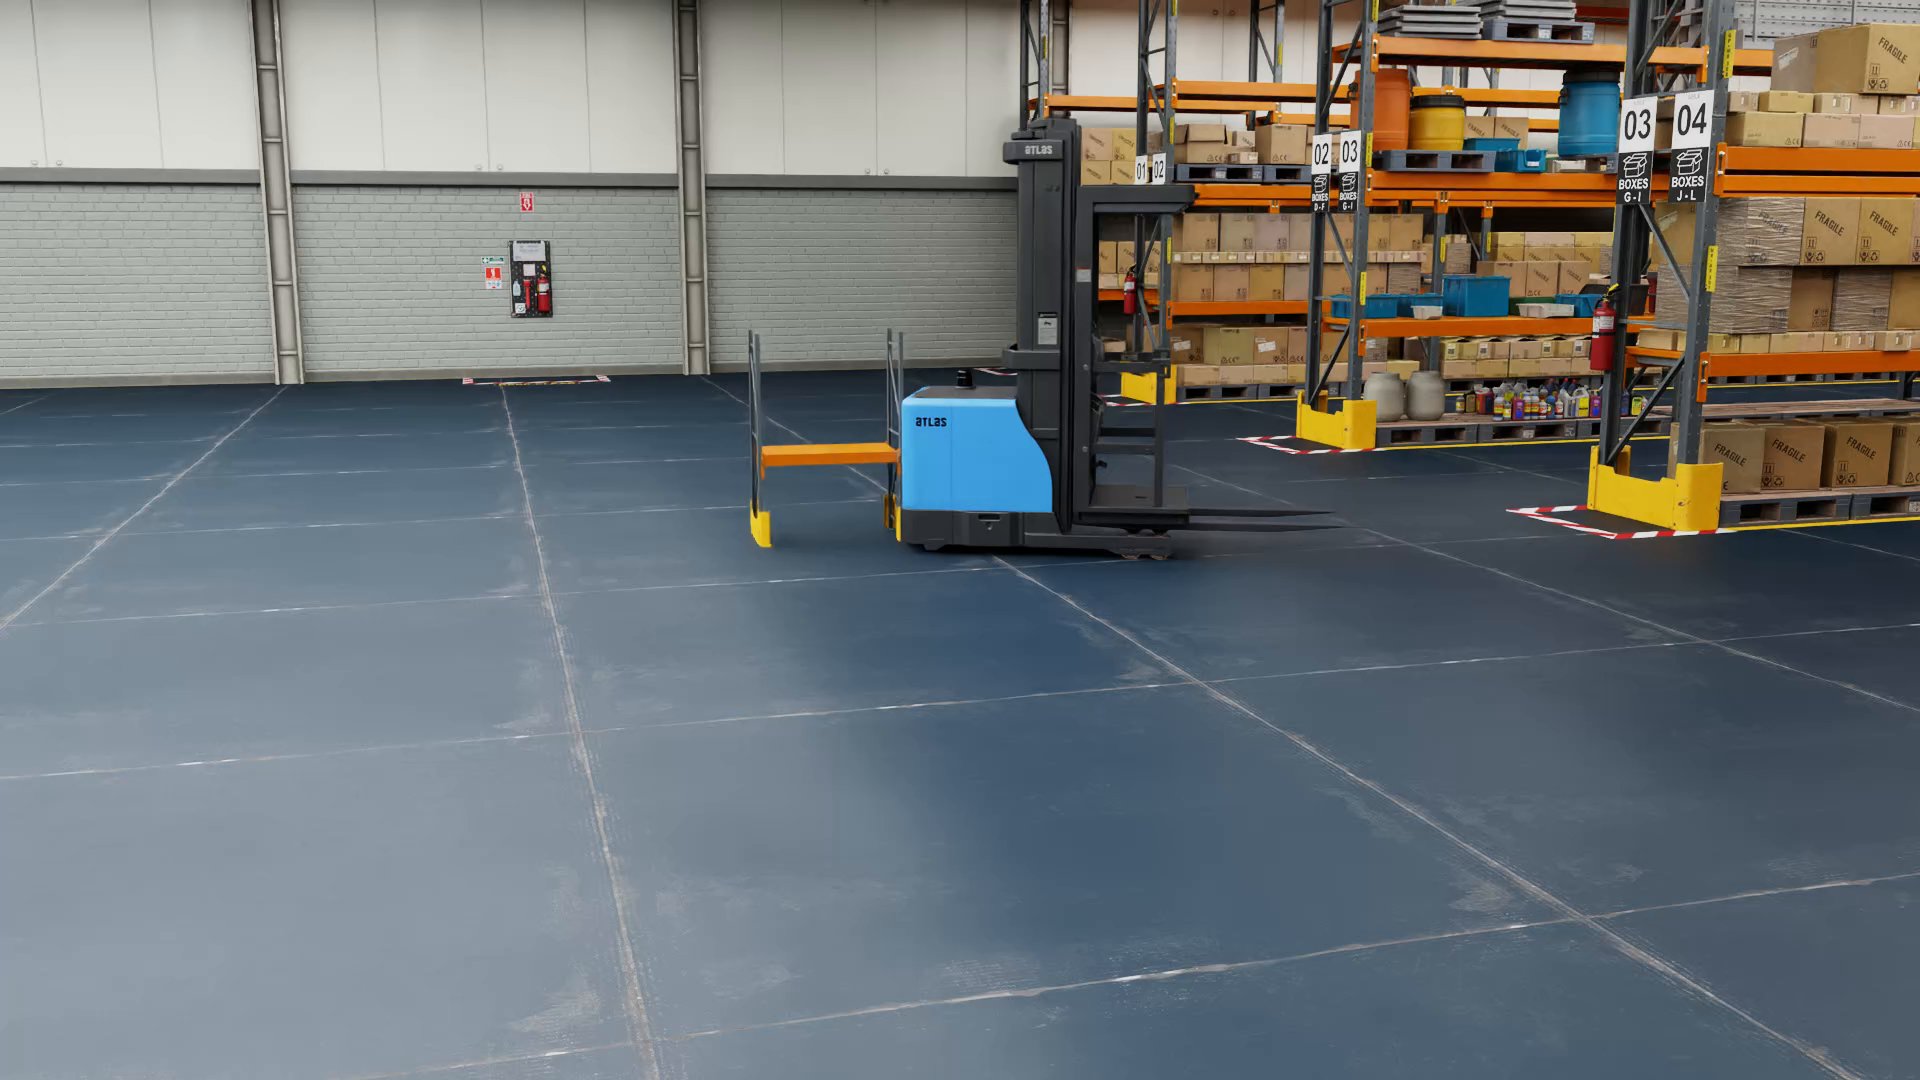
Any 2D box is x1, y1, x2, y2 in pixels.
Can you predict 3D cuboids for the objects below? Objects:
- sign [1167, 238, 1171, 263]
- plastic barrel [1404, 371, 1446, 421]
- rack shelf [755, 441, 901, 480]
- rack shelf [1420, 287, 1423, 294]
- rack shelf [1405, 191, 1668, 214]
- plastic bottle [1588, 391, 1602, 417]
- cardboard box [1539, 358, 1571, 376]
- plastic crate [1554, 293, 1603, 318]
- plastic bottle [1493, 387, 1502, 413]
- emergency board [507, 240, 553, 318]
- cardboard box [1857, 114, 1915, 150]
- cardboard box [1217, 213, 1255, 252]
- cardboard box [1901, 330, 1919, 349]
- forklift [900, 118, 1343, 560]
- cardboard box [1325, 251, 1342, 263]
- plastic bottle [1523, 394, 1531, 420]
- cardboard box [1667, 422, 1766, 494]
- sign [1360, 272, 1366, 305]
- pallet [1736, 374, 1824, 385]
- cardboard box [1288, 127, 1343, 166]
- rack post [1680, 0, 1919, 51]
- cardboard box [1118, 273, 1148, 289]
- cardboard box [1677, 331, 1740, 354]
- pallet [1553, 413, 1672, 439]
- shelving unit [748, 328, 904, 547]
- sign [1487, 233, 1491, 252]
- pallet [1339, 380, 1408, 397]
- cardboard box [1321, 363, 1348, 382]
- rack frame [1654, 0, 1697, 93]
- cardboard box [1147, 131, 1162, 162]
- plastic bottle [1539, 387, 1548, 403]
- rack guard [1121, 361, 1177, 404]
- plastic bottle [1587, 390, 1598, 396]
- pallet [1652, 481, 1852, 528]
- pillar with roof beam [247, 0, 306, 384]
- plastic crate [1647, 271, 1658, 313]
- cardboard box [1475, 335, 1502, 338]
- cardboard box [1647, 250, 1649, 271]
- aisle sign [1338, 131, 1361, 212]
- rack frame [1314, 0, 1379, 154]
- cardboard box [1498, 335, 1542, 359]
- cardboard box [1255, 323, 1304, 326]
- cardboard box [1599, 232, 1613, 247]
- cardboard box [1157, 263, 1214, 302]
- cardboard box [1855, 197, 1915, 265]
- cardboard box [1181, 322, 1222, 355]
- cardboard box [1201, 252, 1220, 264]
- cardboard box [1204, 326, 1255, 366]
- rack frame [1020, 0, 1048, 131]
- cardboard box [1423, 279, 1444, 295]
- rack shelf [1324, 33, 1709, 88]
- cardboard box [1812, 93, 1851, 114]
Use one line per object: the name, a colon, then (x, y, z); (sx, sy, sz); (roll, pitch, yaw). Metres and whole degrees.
sign: (2.694, -3.732, 21.423); (0.005, 0.325, 0.100); (-3, 11, -16)
plastic barrel: (5.017, -1.558, 17.934); (0.421, 0.512, 0.421); (0, 10, 0)
rack shelf: (-0.967, -0.583, 12.063); (1.000, 0.185, 0.538); (-2, 11, -13)
rack shelf: (6.917, -4.175, 28.425); (4.000, 0.370, 1.077); (-3, 11, -16)
rack shelf: (8.305, -4.789, 23.477); (4.000, 0.370, 1.077); (-3, 11, -16)
plastic bottle: (6.899, -1.478, 18.075); (0.133, 0.283, 0.061); (-2, 11, -12)
cardboard box: (8.318, -2.476, 23.644); (0.500, 0.250, 0.500); (-3, 11, -15)
plastic crate: (6.779, -2.529, 17.908); (0.616, 0.251, 0.499); (-3, 11, -16)
plastic bottle: (5.949, -1.564, 18.563); (0.135, 0.276, 0.152); (-3, 11, -18)
emergency board: (-6.558, -3.989, 25.427); (0.643, 1.169, 0.194); (-3, 11, -16)
cardboard box: (6.815, -3.074, 12.589); (0.500, 0.250, 0.500); (-3, 11, -16)
cardboard box: (3.550, -4.103, 22.188); (0.500, 0.500, 0.700); (-3, 11, -17)
cardboard box: (7.320, -1.586, 13.069); (0.250, 0.149, 0.380); (-3, 11, -16)
forklift: (1.140, -1.407, 11.592); (3.031, 2.935, 1.130); (1, 11, 7)
cardboard box: (4.964, -3.819, 22.441); (0.250, 0.149, 0.380); (-3, 11, -14)
plastic bottle: (6.082, -1.432, 17.861); (0.097, 0.271, 0.097); (0, 10, 0)
cardboard box: (5.914, -0.647, 13.023); (0.500, 0.500, 0.500); (-1, 10, -5)
sign: (4.075, -2.543, 16.810); (0.005, 0.325, 0.100); (-3, 11, -16)
pallet: (12.122, -2.490, 24.987); (1.213, 0.211, 1.003); (-3, 11, -16)
cardboard box: (4.768, -5.306, 22.468); (0.637, 0.503, 0.797); (-2, 11, -10)
rack post: (9.632, -5.868, 18.516); (3.121, 1.000, 1.013); (-3, 11, -16)
cardboard box: (2.699, -4.184, 26.847); (0.500, 0.250, 0.500); (-3, 11, -17)
cardboard box: (5.650, -1.491, 12.554); (0.250, 0.149, 0.380); (-3, 11, -16)
pallet: (7.109, -1.307, 18.562); (1.213, 0.211, 1.003); (-3, 11, -16)
shelving unit: (-0.959, -0.760, 12.032); (1.083, 1.500, 0.587); (-2, 11, -13)
sign: (8.998, -5.066, 28.302); (0.005, 0.325, 0.100); (-3, 11, -16)
pallet: (5.610, -2.162, 23.207); (1.213, 0.211, 1.003); (-3, 11, -16)
cardboard box: (5.042, -2.308, 22.731); (0.500, 0.250, 0.500); (-3, 11, -16)
rack frame: (10.225, -6.719, 23.690); (0.127, 3.000, 1.000); (-3, 11, -16)
cardboard box: (2.982, -6.393, 27.109); (0.500, 0.500, 0.500); (-3, 11, -16)
plastic bottle: (6.563, -1.587, 18.704); (0.097, 0.271, 0.097); (0, 10, 0)
rack guard: (2.521, -2.133, 22.254); (0.348, 0.500, 1.175); (-3, 11, -16)
plastic bottle: (6.978, -1.514, 18.293); (0.135, 0.276, 0.152); (-3, 11, -16)
pallet: (6.172, -0.309, 13.142); (1.213, 0.211, 1.003); (-3, 11, -16)
pillar with roof beam: (-8.732, -6.005, 19.813); (0.400, 9.000, 9.100); (-3, 11, -16)
plastic crate: (8.145, -2.814, 18.871); (0.583, 0.464, 0.402); (-3, 11, -16)
cardboard box: (7.671, -2.819, 23.959); (0.500, 0.311, 0.500); (-3, 11, -16)
cardboard box: (11.818, -4.943, 29.457); (0.500, 0.500, 0.500); (-3, 11, -15)
aisle sign: (3.938, -3.727, 16.824); (0.004, 0.787, 0.394); (-3, 11, -16)
rack frame: (3.925, -5.453, 16.812); (0.127, 3.000, 1.000); (-3, 11, -16)
cardboard box: (7.830, -2.725, 23.448); (0.500, 0.311, 0.500); (-3, 11, -18)
cardboard box: (4.412, -2.744, 23.030); (0.500, 0.500, 0.500); (-3, 11, -16)
cardboard box: (11.317, -5.288, 29.262); (0.500, 0.250, 0.500); (-3, 11, -15)
cardboard box: (2.996, -3.434, 22.141); (0.500, 0.500, 0.700); (-3, 11, -16)
cardboard box: (6.875, -2.359, 12.715); (0.500, 0.500, 0.500); (-3, 11, -16)
cardboard box: (4.011, -3.355, 27.673); (0.500, 0.500, 0.500); (-4, 11, -20)
cardboard box: (3.234, -3.728, 21.946); (0.250, 0.149, 0.380); (-3, 11, -17)
cardboard box: (3.601, -2.601, 22.253); (0.500, 0.500, 0.500); (-3, 11, -16)
rack frame: (1.156, -7.175, 26.167); (0.127, 3.000, 1.000); (-3, 11, -16)
cardboard box: (6.845, -3.525, 23.324); (0.500, 0.250, 0.500); (-2, 11, -12)
rack shelf: (5.845, -5.004, 17.463); (4.000, 0.370, 1.077); (-3, 11, -16)
cardboard box: (6.404, -3.245, 12.415); (0.250, 0.149, 0.380); (-3, 11, -14)
